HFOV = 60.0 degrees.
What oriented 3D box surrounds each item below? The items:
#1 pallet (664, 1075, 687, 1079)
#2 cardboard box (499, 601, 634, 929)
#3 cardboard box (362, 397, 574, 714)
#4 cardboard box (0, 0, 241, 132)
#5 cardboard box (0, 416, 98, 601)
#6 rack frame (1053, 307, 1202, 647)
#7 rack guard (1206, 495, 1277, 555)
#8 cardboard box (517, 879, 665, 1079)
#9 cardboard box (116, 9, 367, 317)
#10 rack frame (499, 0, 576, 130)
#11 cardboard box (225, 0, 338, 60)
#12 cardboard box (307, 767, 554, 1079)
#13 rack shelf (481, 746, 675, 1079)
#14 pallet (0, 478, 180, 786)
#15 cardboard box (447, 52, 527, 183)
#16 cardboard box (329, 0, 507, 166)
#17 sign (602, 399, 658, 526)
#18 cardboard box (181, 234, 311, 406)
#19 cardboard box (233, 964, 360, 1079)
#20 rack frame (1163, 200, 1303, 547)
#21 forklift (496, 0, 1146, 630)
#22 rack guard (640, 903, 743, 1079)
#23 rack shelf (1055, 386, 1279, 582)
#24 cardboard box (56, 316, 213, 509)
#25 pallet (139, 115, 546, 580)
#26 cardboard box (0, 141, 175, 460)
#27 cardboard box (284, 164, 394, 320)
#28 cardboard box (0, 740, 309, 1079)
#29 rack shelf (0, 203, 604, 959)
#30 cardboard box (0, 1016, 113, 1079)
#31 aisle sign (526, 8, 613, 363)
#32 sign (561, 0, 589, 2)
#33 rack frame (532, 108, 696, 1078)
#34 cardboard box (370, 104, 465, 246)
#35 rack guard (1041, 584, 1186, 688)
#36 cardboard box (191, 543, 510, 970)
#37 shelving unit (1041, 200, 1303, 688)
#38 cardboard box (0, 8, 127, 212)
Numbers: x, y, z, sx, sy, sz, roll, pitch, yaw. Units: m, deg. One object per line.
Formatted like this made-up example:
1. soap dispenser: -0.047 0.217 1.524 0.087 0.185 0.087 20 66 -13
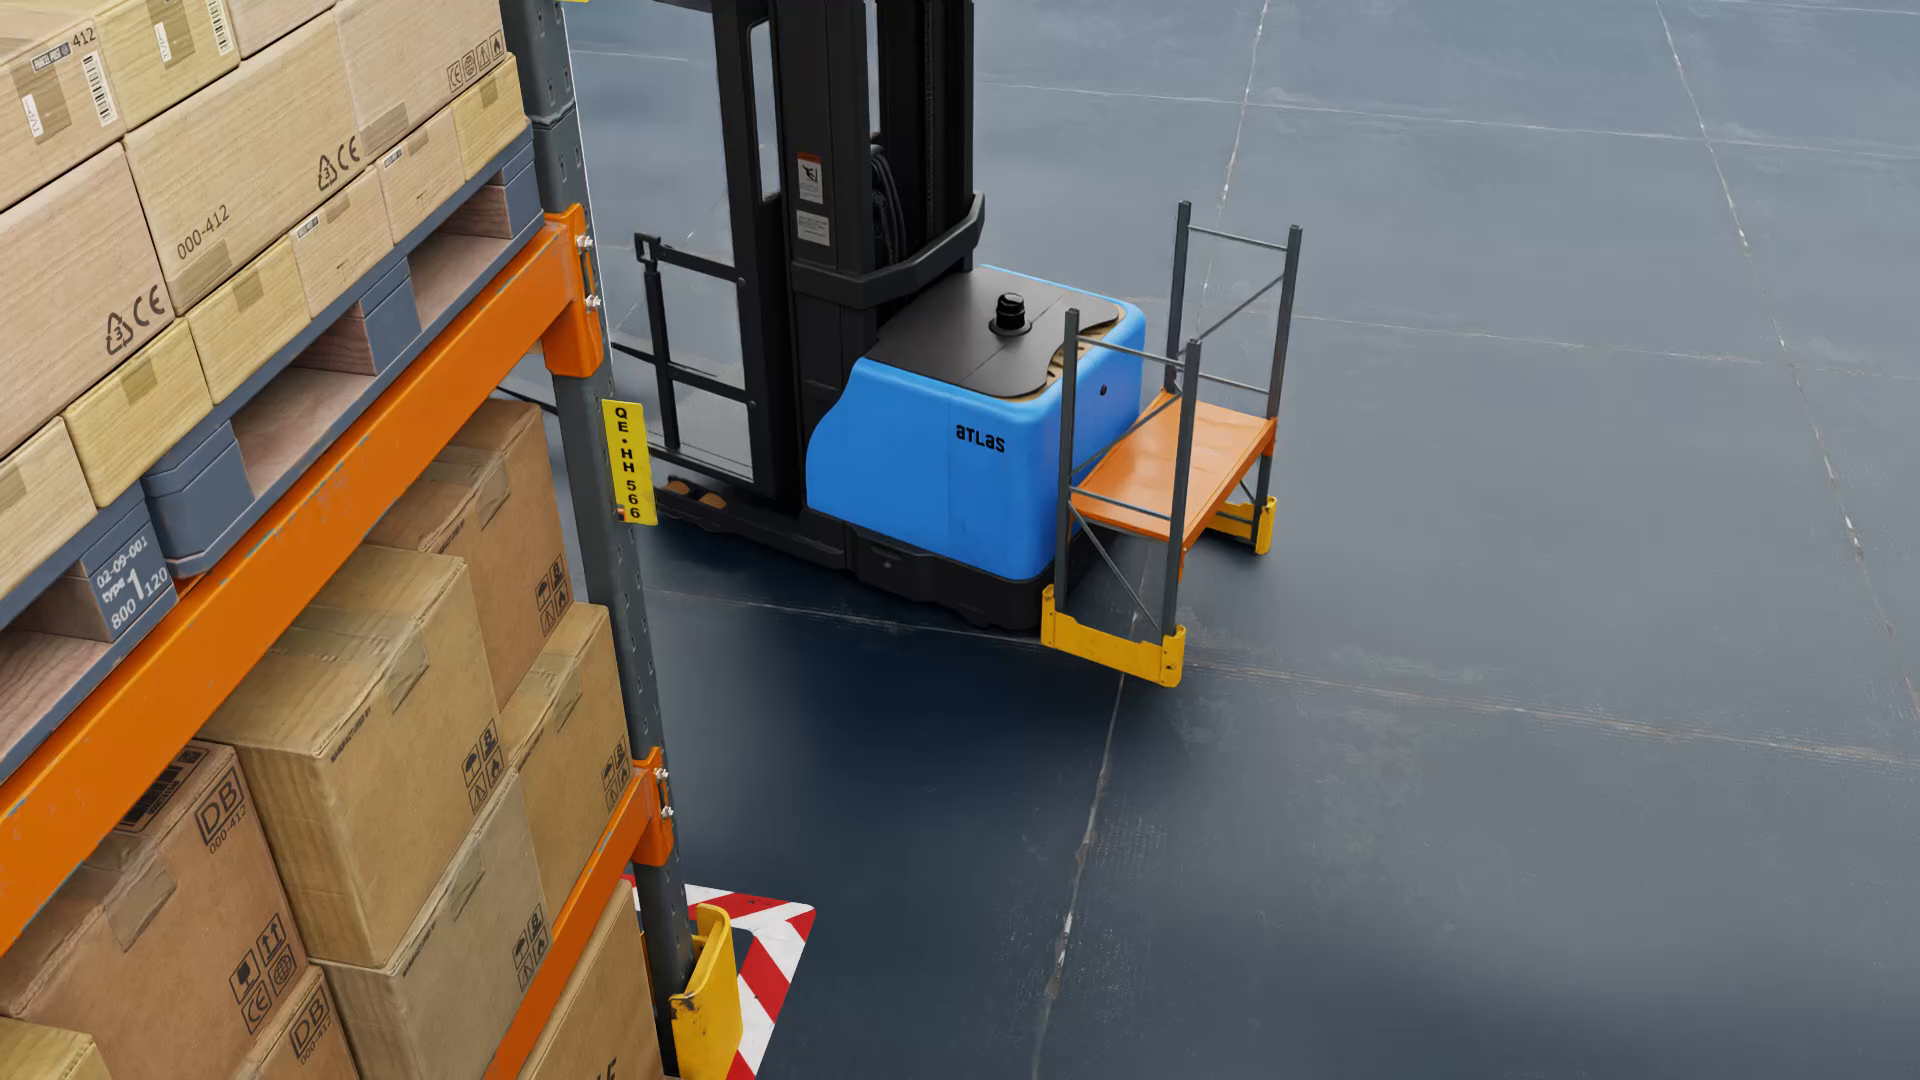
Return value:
1. pallet: -1.367 1.915 4.428 1.003 0.211 1.213 7 37 10
2. cardboard box: -1.307 0.475 3.911 0.875 0.550 0.550 7 37 10
3. cardboard box: -1.389 0.027 3.608 0.875 0.550 0.550 7 37 10
4. cardboard box: -1.176 -0.655 2.133 0.380 0.149 0.250 8 37 11
5. cardboard box: -1.284 -0.044 1.970 0.380 0.149 0.250 8 37 10
6. rack frame: 0.593 -0.131 6.153 0.500 1.500 0.032 18 40 23
7. rack guard: 1.074 -0.138 7.227 0.587 0.250 0.087 18 40 23
8. cardboard box: -1.353 1.405 4.208 0.875 0.875 0.875 8 37 10
9. cardboard box: -1.211 -0.565 2.349 0.500 0.250 0.500 7 37 10
10. rack frame: -1.272 -2.112 2.495 1.000 3.000 0.127 7 37 10
11. cardboard box: -1.122 -0.803 2.338 0.380 0.149 0.250 8 37 11
12. cardboard box: -1.403 0.793 3.472 0.875 0.550 0.550 7 37 10
13. rack shelf: -1.699 1.755 2.885 1.077 0.370 4.000 7 37 10
14. pallet: -1.679 0.267 1.845 1.003 0.211 1.213 7 37 10
15. cardboard box: -1.012 -0.773 2.975 0.380 0.149 0.250 7 37 10
16. cardboard box: -1.104 -0.852 2.744 0.500 0.250 0.500 8 37 11
17. sign: -0.745 -0.171 3.742 0.100 0.325 0.005 7 37 10
18. cardboard box: -1.176 -0.336 2.373 0.380 0.149 0.250 8 37 10
19. cardboard box: -1.646 1.099 3.050 0.875 0.550 0.550 7 37 10
20. rack frame: 1.084 -0.654 6.874 0.500 1.500 0.032 18 40 23
21. forklift: -0.760 -1.467 6.776 3.031 2.935 1.130 19 40 25
22. rack guard: -1.267 1.316 5.008 1.175 0.500 0.348 7 37 10
23. rack shelf: 0.838 -0.247 6.619 0.538 0.185 1.000 18 40 23
24. cardboard box: -1.230 -0.189 2.170 0.380 0.149 0.250 7 36 9
25. pallet: -1.421 -0.435 2.813 1.003 0.211 1.213 7 37 10
26. cardboard box: -1.320 -0.277 1.952 0.500 0.250 0.500 7 37 10
27. cardboard box: -1.121 -0.481 2.573 0.380 0.149 0.250 8 37 11
28. cardboard box: -1.669 0.658 2.738 0.875 0.550 0.550 7 37 10
29. rack shelf: -1.699 0.541 2.005 1.077 0.370 4.000 7 37 10
30. cardboard box: -1.655 0.978 2.296 0.875 0.550 0.500 7 37 10
31. aisle sign: -0.964 -0.738 3.497 0.394 0.787 0.004 7 37 10
32. sign: -0.745 -1.148 3.034 0.100 0.325 0.005 7 37 10
33. rack frame: -1.272 0.318 4.256 1.000 3.000 0.127 7 37 10
34. cardboard box: -1.067 -0.628 2.776 0.380 0.149 0.250 8 37 10
35. rack guard: 0.594 0.374 6.520 0.587 0.250 0.087 18 40 23
36. cardboard box: -1.417 0.354 3.157 0.875 0.550 0.550 7 37 10
37. shelving unit: 0.834 -0.388 6.507 0.587 1.500 1.083 18 40 23
38. cardboard box: -1.231 -0.512 1.935 0.380 0.149 0.250 7 37 10
